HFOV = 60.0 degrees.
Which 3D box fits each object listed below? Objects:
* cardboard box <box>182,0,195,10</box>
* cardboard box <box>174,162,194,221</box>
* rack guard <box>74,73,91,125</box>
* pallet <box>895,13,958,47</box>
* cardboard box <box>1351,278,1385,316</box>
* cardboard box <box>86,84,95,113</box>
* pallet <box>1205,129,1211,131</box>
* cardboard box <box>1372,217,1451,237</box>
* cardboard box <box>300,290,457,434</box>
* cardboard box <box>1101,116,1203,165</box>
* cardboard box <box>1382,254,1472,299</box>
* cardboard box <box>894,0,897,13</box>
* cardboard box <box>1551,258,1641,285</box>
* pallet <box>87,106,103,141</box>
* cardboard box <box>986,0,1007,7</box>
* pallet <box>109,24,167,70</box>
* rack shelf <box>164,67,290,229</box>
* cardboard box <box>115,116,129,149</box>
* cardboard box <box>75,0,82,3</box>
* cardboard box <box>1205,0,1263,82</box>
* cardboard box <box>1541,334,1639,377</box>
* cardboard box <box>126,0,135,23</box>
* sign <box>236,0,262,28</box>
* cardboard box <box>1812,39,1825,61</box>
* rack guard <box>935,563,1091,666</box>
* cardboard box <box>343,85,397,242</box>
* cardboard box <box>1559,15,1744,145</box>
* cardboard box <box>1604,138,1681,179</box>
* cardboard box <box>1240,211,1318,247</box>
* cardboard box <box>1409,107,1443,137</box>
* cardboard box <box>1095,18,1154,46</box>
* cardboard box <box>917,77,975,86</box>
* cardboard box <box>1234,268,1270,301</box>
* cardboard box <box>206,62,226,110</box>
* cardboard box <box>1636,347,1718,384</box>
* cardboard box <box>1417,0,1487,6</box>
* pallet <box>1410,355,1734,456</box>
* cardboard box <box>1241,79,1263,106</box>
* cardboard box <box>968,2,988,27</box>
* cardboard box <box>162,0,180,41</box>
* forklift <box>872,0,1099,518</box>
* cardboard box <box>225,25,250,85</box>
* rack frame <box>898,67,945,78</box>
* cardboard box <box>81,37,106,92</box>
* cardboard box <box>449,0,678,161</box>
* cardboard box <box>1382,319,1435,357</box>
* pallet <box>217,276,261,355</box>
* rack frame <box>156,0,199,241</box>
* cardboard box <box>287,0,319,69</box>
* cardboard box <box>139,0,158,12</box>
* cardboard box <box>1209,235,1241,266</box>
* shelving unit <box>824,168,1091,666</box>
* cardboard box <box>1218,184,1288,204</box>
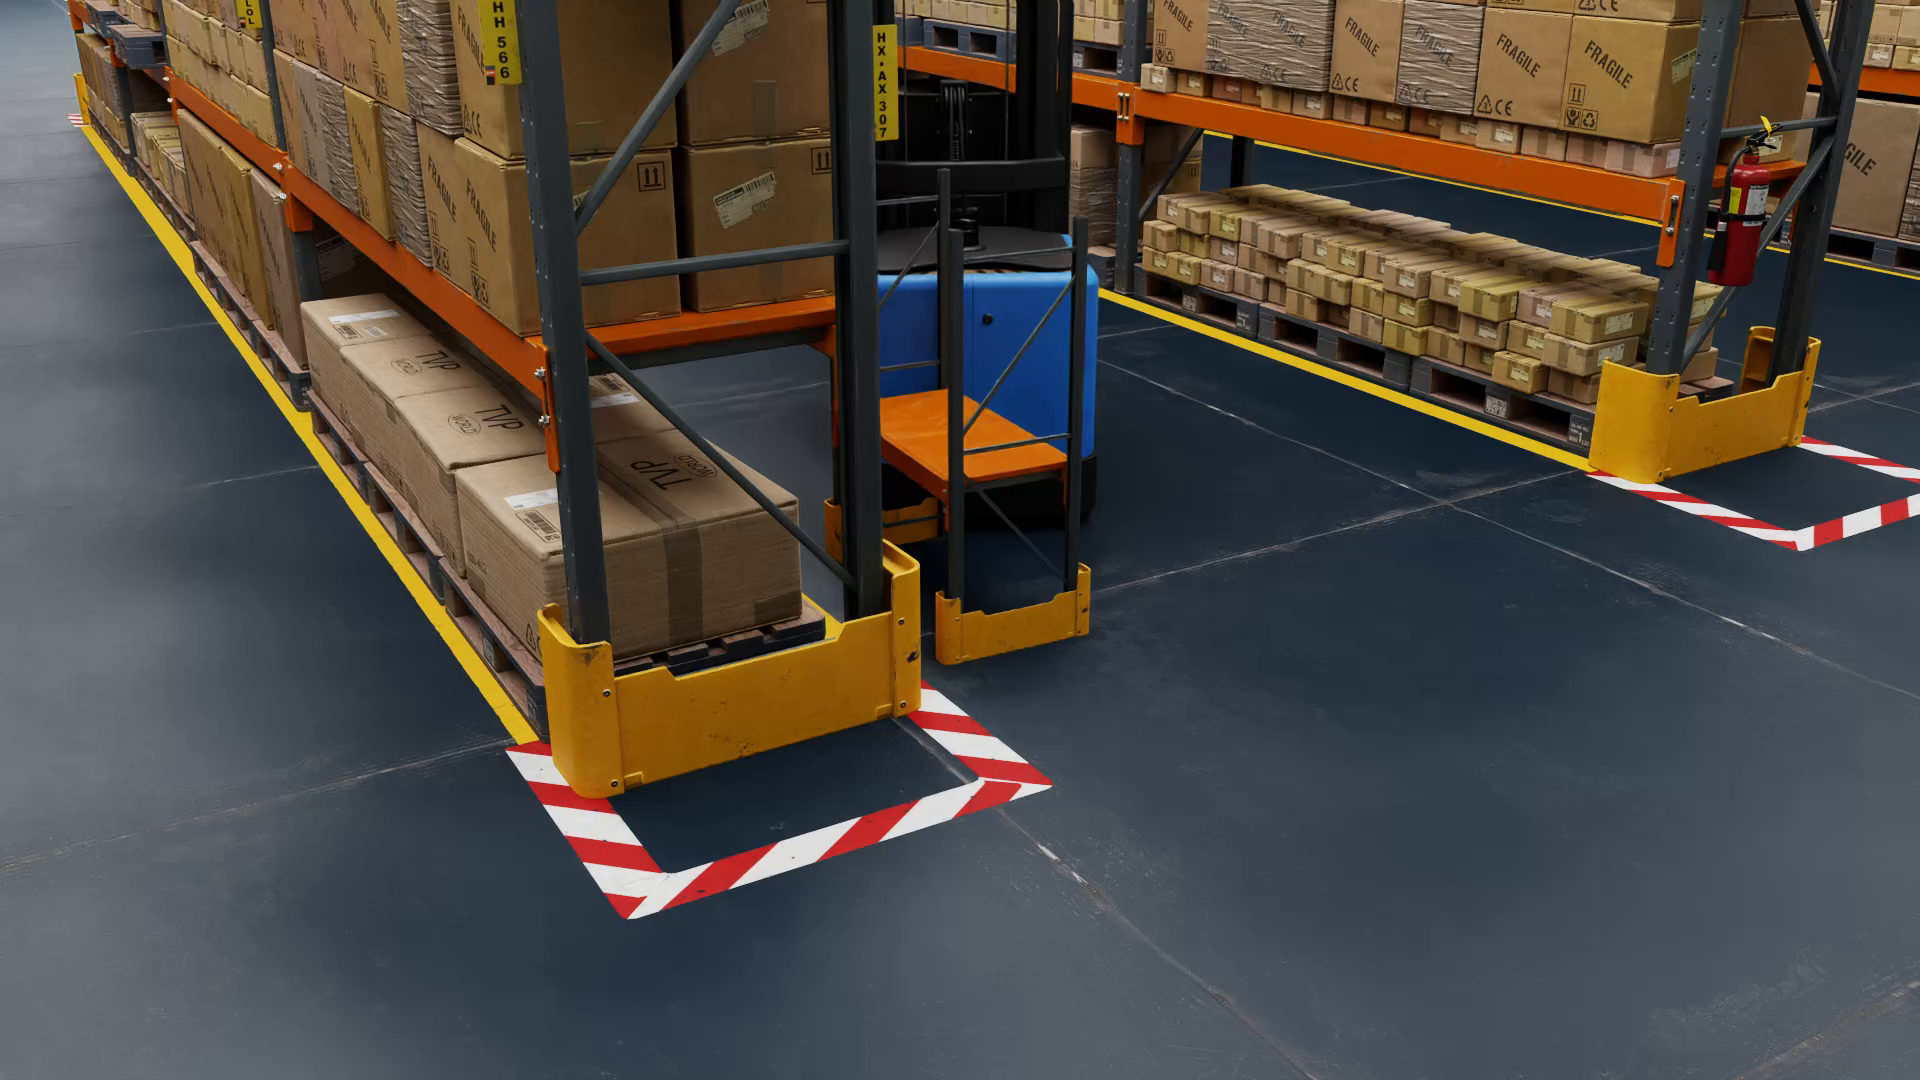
[{"bbox_3d":[-4.238,-3.351,9.612,0.500,0.500,0.500,-12,25,-27],"label":"cardboard box"},{"bbox_3d":[-5.073,-2.540,12.008,0.950,0.372,0.625,-15,26,-32],"label":"cardboard box"},{"bbox_3d":[-8.840,-4.785,17.919,1.175,0.500,0.348,-13,25,-28],"label":"rack guard"},{"bbox_3d":[-0.133,-4.063,13.079,1.213,0.211,1.003,-13,25,-28],"label":"pallet"},{"bbox_3d":[2.325,-1.320,8.909,0.380,0.149,0.250,-11,25,-26],"label":"cardboard box"},{"bbox_3d":[-8.705,-4.574,17.174,0.500,0.250,0.500,-13,25,-29],"label":"cardboard box"},{"bbox_3d":[2.710,-4.640,17.946,1.003,0.211,1.213,-13,25,-28],"label":"pallet"},{"bbox_3d":[2.590,-1.744,9.556,0.380,0.149,0.250,-14,26,-30],"label":"cardboard box"},{"bbox_3d":[-2.521,-0.866,7.804,0.875,0.438,0.875,-13,25,-29],"label":"cardboard box"},{"bbox_3d":[1.304,-2.742,11.339,0.500,0.250,0.500,-14,26,-31],"label":"cardboard box"},{"bbox_3d":[2.426,-1.369,8.634,0.380,0.149,0.250,-12,25,-26],"label":"cardboard box"},{"bbox_3d":[-0.397,-4.170,12.863,0.380,0.149,0.250,-11,25,-26],"label":"cardboard box"},{"bbox_3d":[3.260,-1.329,8.537,0.380,0.149,0.250,-13,25,-28],"label":"cardboard box"},{"bbox_3d":[-8.456,-4.381,17.310,1.003,0.211,1.213,-13,25,-28],"label":"pallet"},{"bbox_3d":[0.405,-3.800,11.559,0.380,0.149,0.250,-12,25,-28],"label":"cardboard box"},{"bbox_3d":[-5.248,-3.499,11.691,1.213,0.211,1.003,-13,25,-28],"label":"pallet"},{"bbox_3d":[-3.771,-2.397,9.680,1.077,0.370,4.000,-13,25,-28],"label":"rack shelf"},{"bbox_3d":[-7.369,-3.733,15.106,0.500,0.250,0.500,-11,25,-26],"label":"cardboard box"},{"bbox_3d":[-8.586,-5.430,16.520,0.380,0.149,0.250,-12,25,-27],"label":"cardboard box"},{"bbox_3d":[1.750,-2.884,9.396,0.500,0.500,0.500,-13,25,-28],"label":"cardboard box"},{"bbox_3d":[2.983,-0.900,7.876,0.380,0.149,0.250,-13,26,-30],"label":"cardboard box"},{"bbox_3d":[-5.803,-3.832,12.031,0.380,0.149,0.250,-12,25,-27],"label":"cardboard box"},{"bbox_3d":[-3.211,-2.475,7.484,0.100,0.325,0.005,-13,25,-28],"label":"sign"},{"bbox_3d":[6.041,-3.458,11.669,0.380,0.149,0.250,-13,26,-30],"label":"cardboard box"},{"bbox_3d":[0.189,0.259,5.842,0.587,0.250,0.087,-11,24,-25],"label":"rack guard"},{"bbox_3d":[-1.969,-1.434,6.223,0.500,0.500,0.500,-12,25,-27],"label":"cardboard box"},{"bbox_3d":[3.047,-2.053,7.350,0.500,0.500,0.500,-12,25,-27],"label":"cardboard box"},{"bbox_3d":[3.088,-1.708,7.362,0.380,0.149,0.250,-13,25,-28],"label":"cardboard box"},{"bbox_3d":[1.867,-1.813,9.726,0.380,0.149,0.250,-13,26,-30],"label":"cardboard box"},{"bbox_3d":[2.506,-2.141,8.430,0.380,0.149,0.250,-14,26,-30],"label":"cardboard box"},{"bbox_3d":[1.082,-3.236,10.566,0.380,0.149,0.250,-13,26,-29],"label":"cardboard box"},{"bbox_3d":[-0.014,-3.575,13.390,0.500,0.250,0.500,-13,26,-29],"label":"cardboard box"},{"bbox_3d":[1.845,-1.533,9.827,0.380,0.149,0.250,-13,26,-29],"label":"cardboard box"},{"bbox_3d":[-3.963,-2.608,9.444,0.500,0.250,0.500,-13,25,-28],"label":"cardboard box"},{"bbox_3d":[3.505,-0.878,8.216,0.380,0.149,0.250,-12,25,-27],"label":"cardboard box"},{"bbox_3d":[2.518,-2.851,7.986,0.500,0.500,0.500,-11,25,-26],"label":"cardboard box"},{"bbox_3d":[3.075,-0.775,8.439,1.003,0.211,1.213,-13,25,-28],"label":"pallet"},{"bbox_3d":[1.829,-2.562,9.465,0.380,0.149,0.250,-14,26,-31],"label":"cardboard box"},{"bbox_3d":[0.277,-3.744,11.814,0.380,0.149,0.250,-14,26,-30],"label":"cardboard box"},{"bbox_3d":[-4.746,-3.328,10.551,0.500,0.250,0.500,-13,25,-29],"label":"cardboard box"},{"bbox_3d":[-0.063,-1.952,7.722,1.130,2.935,3.031,-2,22,-4],"label":"forklift"},{"bbox_3d":[-3.445,-2.501,8.517,0.500,0.250,0.500,-12,25,-27],"label":"cardboard box"},{"bbox_3d":[-0.589,-4.362,13.561,1.000,3.000,0.127,-13,25,-28],"label":"rack frame"},{"bbox_3d":[-8.421,-4.745,16.600,0.500,0.500,0.500,-14,26,-30],"label":"cardboard box"},{"bbox_3d":[-1.157,-1.408,4.830,0.500,0.500,0.500,-12,25,-27],"label":"cardboard box"},{"bbox_3d":[2.449,-1.091,8.739,0.380,0.149,0.250,-14,26,-31],"label":"cardboard box"},{"bbox_3d":[-3.835,-1.422,10.029,1.003,0.211,1.213,-13,25,-28],"label":"pallet"},{"bbox_3d":[-4.792,-3.378,11.138,1.000,3.000,0.127,-13,25,-28],"label":"rack frame"},{"bbox_3d":[-2.462,-2.227,6.846,0.500,0.500,0.500,-13,25,-29],"label":"cardboard box"},{"bbox_3d":[-5.264,-3.850,11.214,0.500,0.500,0.500,-13,26,-30],"label":"cardboard box"},{"bbox_3d":[1.727,-1.764,10.000,0.380,0.149,0.250,-13,25,-29],"label":"cardboard box"},{"bbox_3d":[-0.034,-0.488,6.019,0.587,1.500,1.083,-11,24,-25],"label":"shelving unit"},{"bbox_3d":[1.860,-2.152,10.560,0.380,0.149,0.250,-12,25,-27],"label":"cardboard box"}]
